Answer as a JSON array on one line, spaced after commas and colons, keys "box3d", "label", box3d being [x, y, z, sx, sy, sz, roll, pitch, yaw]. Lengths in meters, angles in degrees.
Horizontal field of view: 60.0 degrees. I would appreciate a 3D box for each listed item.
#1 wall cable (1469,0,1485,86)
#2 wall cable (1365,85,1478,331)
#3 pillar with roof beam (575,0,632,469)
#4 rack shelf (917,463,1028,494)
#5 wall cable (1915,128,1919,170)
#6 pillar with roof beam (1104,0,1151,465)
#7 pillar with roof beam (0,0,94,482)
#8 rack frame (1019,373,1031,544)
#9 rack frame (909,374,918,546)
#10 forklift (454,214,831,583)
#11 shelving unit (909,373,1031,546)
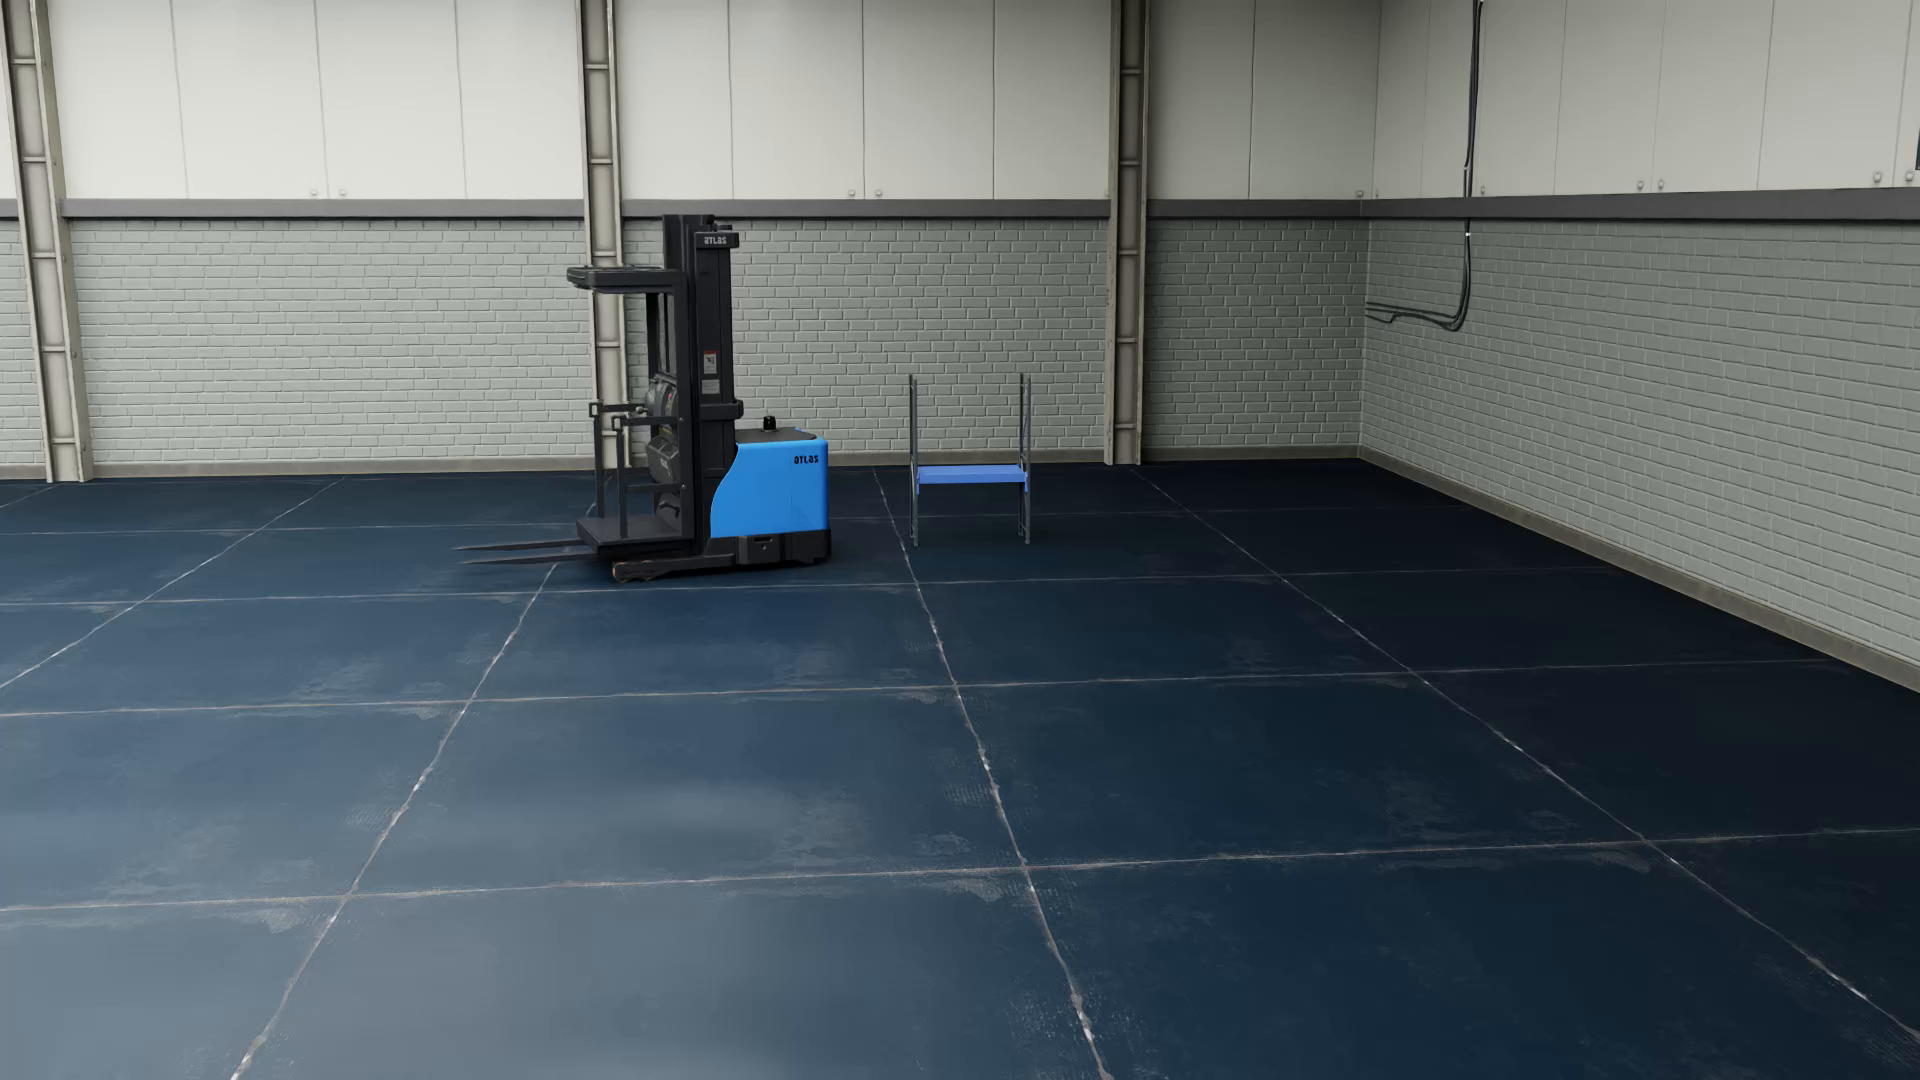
[{"box3d": [5.309, -5.583, 15.280, 0.112, 2.526, 3.097, -1, 11, -6], "label": "wall cable"}, {"box3d": [5.017, -3.624, 18.406, 0.112, 2.526, 3.097, -1, 11, -6], "label": "wall cable"}, {"box3d": [-3.554, -4.389, 14.250, 0.400, 9.000, 9.100, -1, 11, -6], "label": "pillar with roof beam"}, {"box3d": [0.085, -0.561, 15.149, 1.000, 0.185, 0.538, -1, 11, -6], "label": "rack shelf"}, {"box3d": [6.027, -4.996, 8.517, 0.169, 6.003, 2.305, -1, 11, -6], "label": "wall cable"}, {"box3d": [2.411, -4.514, 14.885, 0.400, 9.000, 9.100, -1, 11, -6], "label": "pillar with roof beam"}, {"box3d": [-9.519, -4.264, 13.614, 0.400, 9.000, 9.100, -1, 11, -6], "label": "pillar with roof beam"}, {"box3d": [0.590, -0.748, 15.168, 0.032, 1.500, 0.500, -1, 11, -6], "label": "rack frame"}, {"box3d": [-0.421, -0.727, 15.061, 0.032, 1.500, 0.500, -1, 11, -6], "label": "rack frame"}, {"box3d": [-2.667, -1.208, 13.795, 3.031, 2.935, 1.130, -5, 12, -22], "label": "forklift"}, {"box3d": [0.085, -0.738, 15.114, 1.048, 1.500, 0.538, -1, 11, -6], "label": "shelving unit"}]
